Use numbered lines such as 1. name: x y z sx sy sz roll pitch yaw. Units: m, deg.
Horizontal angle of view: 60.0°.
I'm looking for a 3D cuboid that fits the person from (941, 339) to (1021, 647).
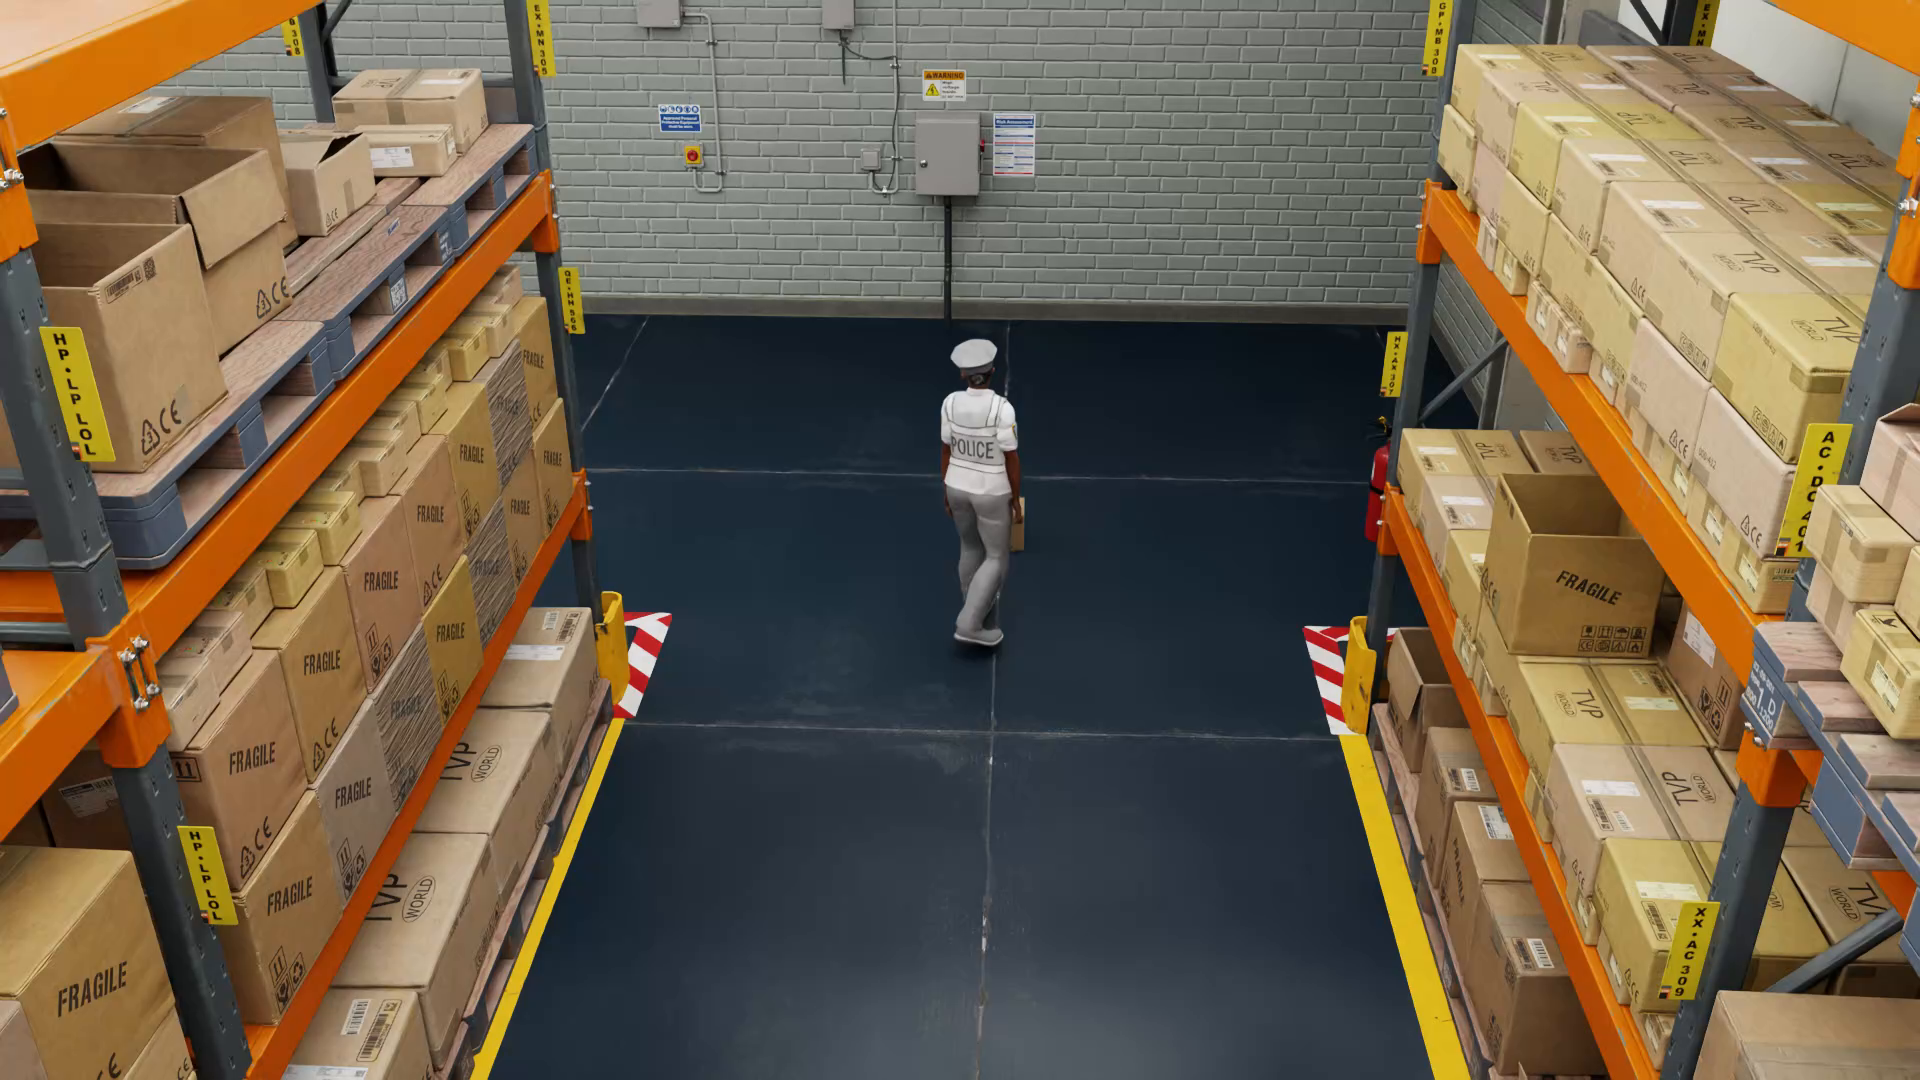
1. person: 0.087 -0.227 9.029 0.479 1.663 0.656 15 31 25
